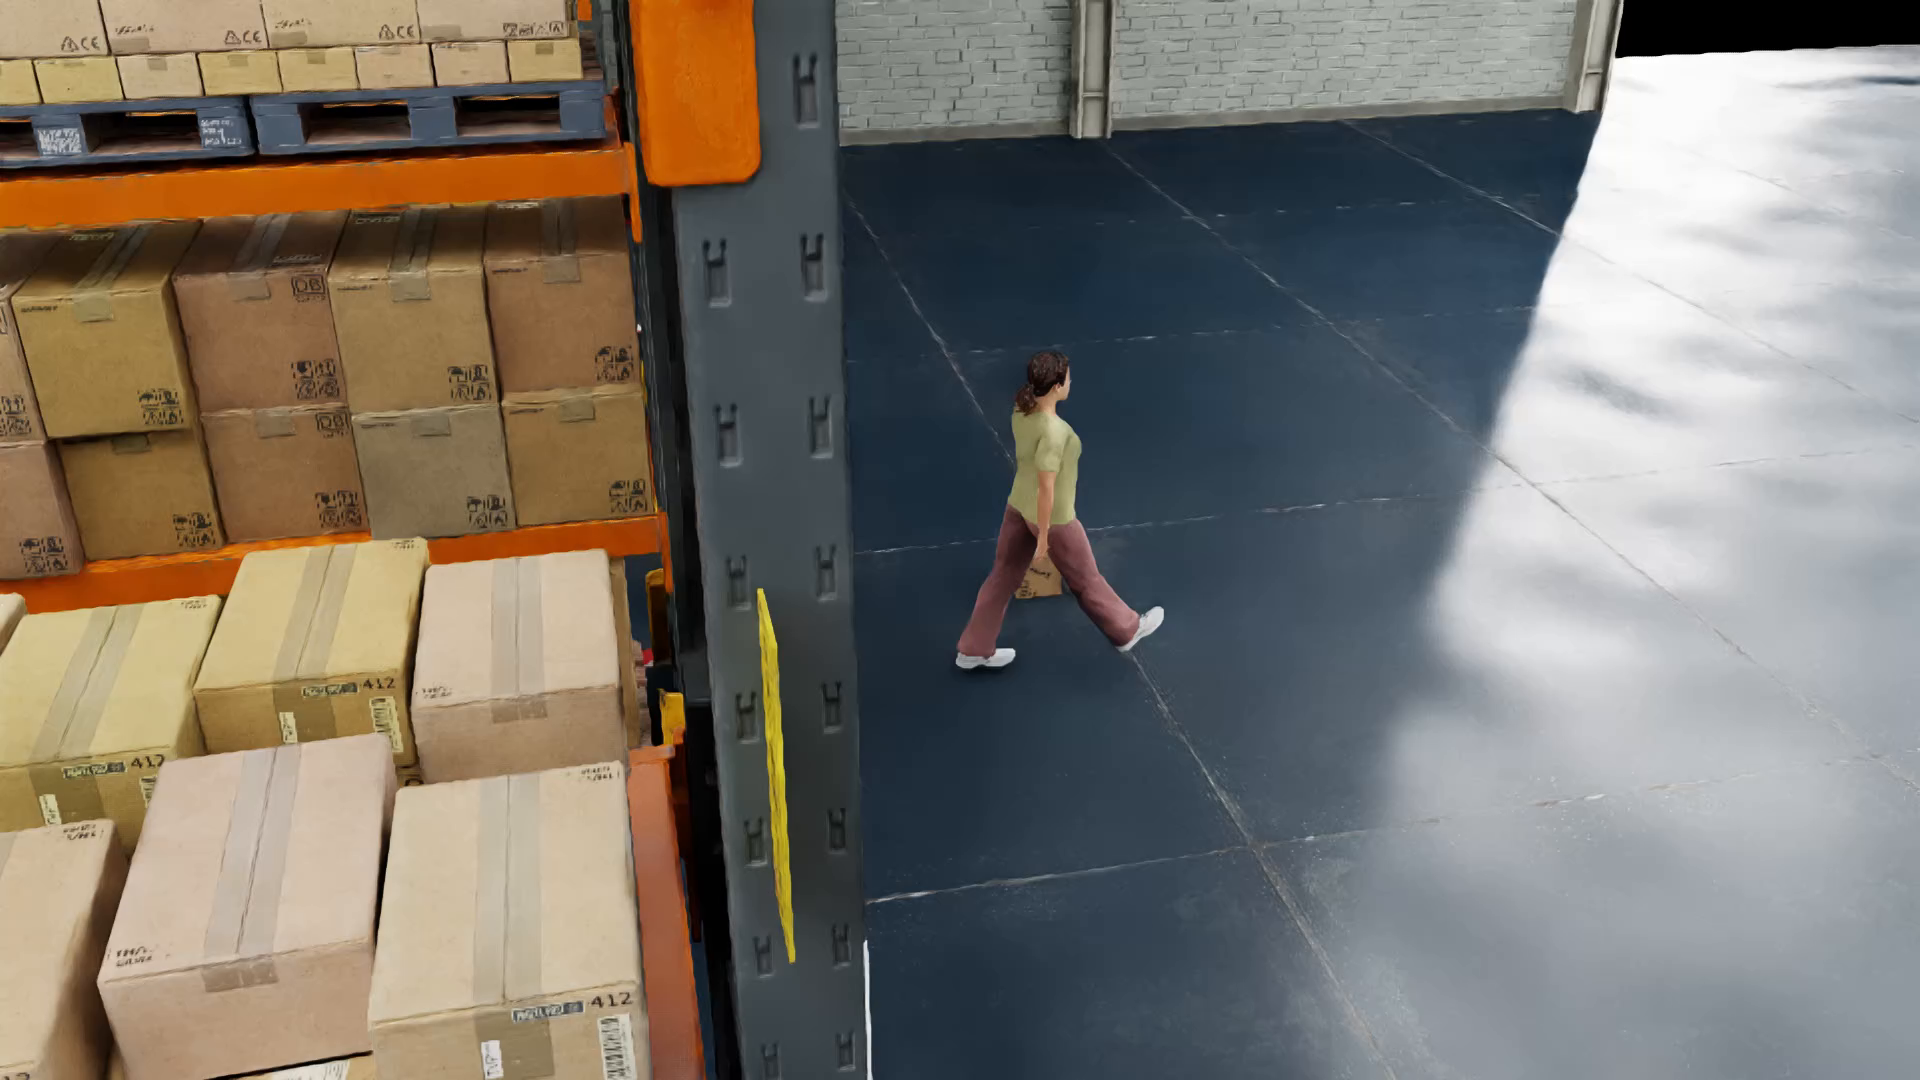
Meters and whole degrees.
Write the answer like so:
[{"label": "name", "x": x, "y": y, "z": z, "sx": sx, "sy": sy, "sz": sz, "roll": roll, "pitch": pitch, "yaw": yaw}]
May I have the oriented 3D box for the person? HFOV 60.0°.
[{"label": "person", "x": 0.474, "y": -0.156, "z": 7.933, "sx": 1.026, "sy": 1.611, "sz": 0.476, "roll": -15, "pitch": 31, "yaw": -28}]
